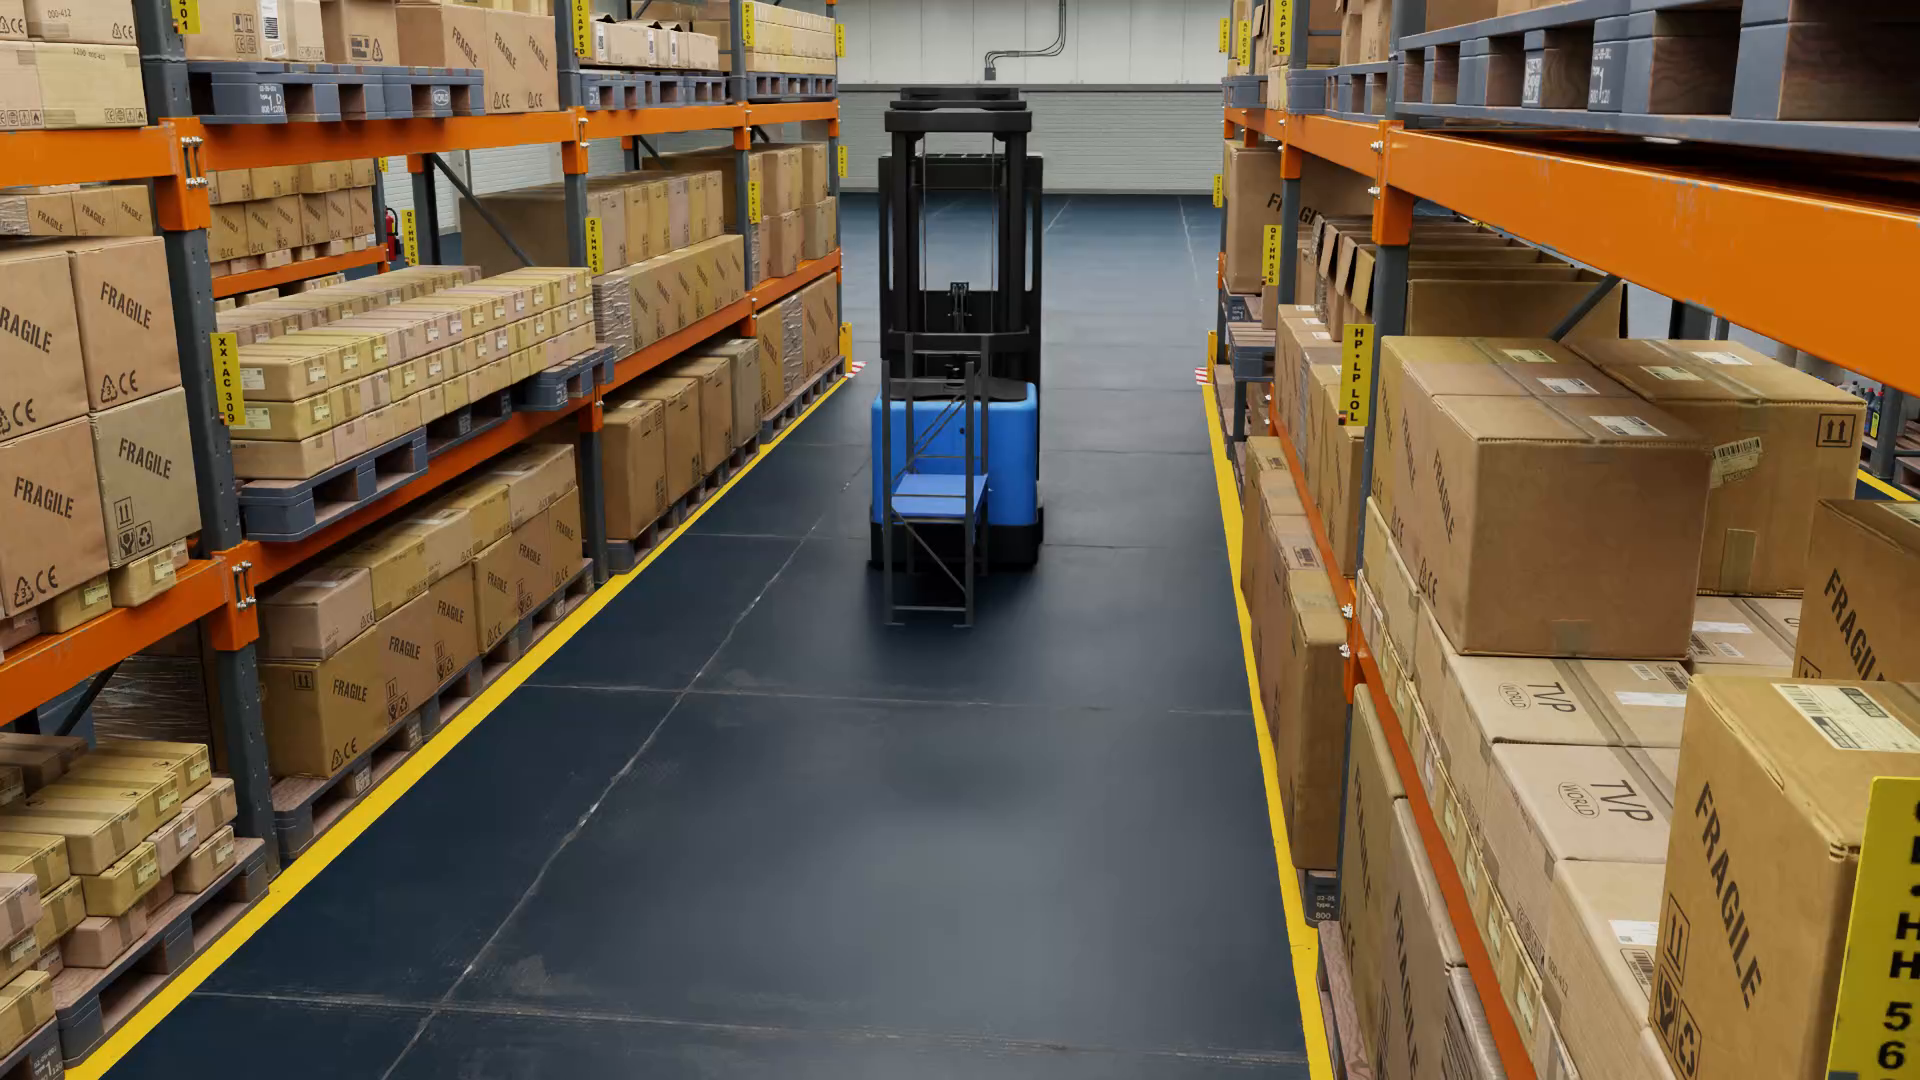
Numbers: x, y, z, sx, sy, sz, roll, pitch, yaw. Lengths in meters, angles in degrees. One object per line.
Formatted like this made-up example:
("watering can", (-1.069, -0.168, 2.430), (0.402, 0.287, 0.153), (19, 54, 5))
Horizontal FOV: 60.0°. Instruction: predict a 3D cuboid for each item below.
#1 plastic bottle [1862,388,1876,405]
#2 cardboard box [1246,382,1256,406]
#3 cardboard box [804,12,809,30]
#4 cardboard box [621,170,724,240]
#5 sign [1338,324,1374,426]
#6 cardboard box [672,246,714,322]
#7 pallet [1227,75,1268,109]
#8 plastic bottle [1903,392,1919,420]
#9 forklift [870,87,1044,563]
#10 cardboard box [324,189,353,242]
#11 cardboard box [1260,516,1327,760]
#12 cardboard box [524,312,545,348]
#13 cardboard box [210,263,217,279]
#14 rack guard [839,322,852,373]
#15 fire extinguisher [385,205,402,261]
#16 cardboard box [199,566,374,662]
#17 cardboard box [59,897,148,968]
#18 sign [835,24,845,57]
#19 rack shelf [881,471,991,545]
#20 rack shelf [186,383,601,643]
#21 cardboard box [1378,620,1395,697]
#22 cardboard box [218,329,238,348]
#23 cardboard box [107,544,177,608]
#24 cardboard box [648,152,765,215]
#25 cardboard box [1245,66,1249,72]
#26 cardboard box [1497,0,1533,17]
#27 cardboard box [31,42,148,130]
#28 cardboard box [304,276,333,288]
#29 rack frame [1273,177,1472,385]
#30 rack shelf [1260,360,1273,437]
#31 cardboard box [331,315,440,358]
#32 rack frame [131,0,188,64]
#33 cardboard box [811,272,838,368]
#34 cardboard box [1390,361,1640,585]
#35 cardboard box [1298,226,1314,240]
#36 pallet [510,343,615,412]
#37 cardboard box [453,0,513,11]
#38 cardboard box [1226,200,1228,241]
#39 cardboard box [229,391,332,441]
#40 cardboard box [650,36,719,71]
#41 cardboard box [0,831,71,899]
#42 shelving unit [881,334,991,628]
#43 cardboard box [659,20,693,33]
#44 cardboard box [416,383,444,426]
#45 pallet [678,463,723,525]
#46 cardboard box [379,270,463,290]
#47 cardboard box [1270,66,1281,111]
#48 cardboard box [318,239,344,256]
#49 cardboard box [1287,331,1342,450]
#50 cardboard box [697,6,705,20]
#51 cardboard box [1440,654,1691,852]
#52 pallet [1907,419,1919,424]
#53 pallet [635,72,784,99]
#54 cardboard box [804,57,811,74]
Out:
("plastic bottle", (7.433, -1.076, 13.627), (0.144, 0.351, 0.185), (1, 15, 3))
("cardboard box", (2.838, -1.474, 14.850), (0.500, 0.500, 0.500), (0, 15, 1))
("cardboard box", (-1.606, -4.808, 15.409), (0.380, 0.149, 0.250), (1, 15, 5))
("cardboard box", (-2.263, -2.637, 13.062), (0.700, 0.500, 0.500), (1, 15, 5))
("sign", (1.261, -0.522, 5.281), (0.100, 0.325, 0.005), (2, 15, 6))
("cardboard box", (-2.120, -1.878, 12.170), (0.500, 0.500, 0.500), (2, 15, 7))
("pallet", (2.414, -2.994, 11.102), (1.213, 0.211, 1.003), (2, 15, 6))
("plastic bottle", (8.048, -1.169, 14.114), (0.152, 0.276, 0.135), (2, 15, 6))
("forklift", (0.012, -1.602, 11.470), (1.130, 2.935, 3.031), (1, 15, 2))
("cardboard box", (-6.540, -3.306, 16.879), (0.500, 0.500, 0.500), (2, 15, 6))
("cardboard box", (1.953, 0.436, 7.067), (1.225, 0.875, 0.875), (1, 15, 4))
("cardboard box", (-2.352, -1.079, 8.513), (0.380, 0.149, 0.250), (2, 15, 6))
("cardboard box", (-6.812, -2.373, 14.673), (0.380, 0.149, 0.250), (2, 15, 8))
("rack guard", (-1.759, -2.072, 17.868), (1.175, 0.500, 0.348), (2, 15, 6))
("fire extinguisher", (-6.221, -3.371, 18.031), (0.296, 0.674, 0.183), (2, 15, 6))
("cardboard box", (-2.770, 0.298, 6.863), (0.500, 0.250, 0.500), (1, 15, 4))
("cardboard box", (-2.900, 1.260, 5.412), (0.380, 0.149, 0.250), (1, 15, 4))
("sign", (-1.224, -5.090, 16.950), (0.100, 0.325, 0.005), (2, 15, 6))
("rack shelf", (-0.127, -0.198, 9.708), (0.538, 0.185, 1.000), (1, 15, 5))
("rack shelf", (-2.890, -0.332, 8.021), (1.077, 0.370, 4.000), (2, 15, 6))
("cardboard box", (1.378, 0.337, 4.652), (0.380, 0.149, 0.250), (2, 15, 8))
("cardboard box", (-3.204, -0.776, 6.821), (0.380, 0.149, 0.250), (1, 15, 4))
("cardboard box", (-2.836, 0.112, 5.483), (0.380, 0.149, 0.250), (1, 15, 5))
("cardboard box", (-2.191, -3.070, 14.412), (0.875, 0.550, 0.550), (2, 15, 6))
("cardboard box", (2.517, -3.858, 13.461), (0.380, 0.149, 0.250), (1, 15, 3))
("cardboard box", (1.772, -1.531, 4.142), (0.700, 0.500, 0.500), (1, 15, 3))
("cardboard box", (-2.903, -1.401, 5.137), (0.500, 0.250, 0.500), (2, 15, 8))
("cardboard box", (-6.529, -2.565, 16.686), (0.380, 0.149, 0.250), (2, 15, 7))
("rack frame", (2.252, -1.026, 9.208), (1.000, 3.000, 0.127), (2, 15, 6))
("rack shelf", (2.478, -1.197, 11.221), (1.077, 0.370, 4.000), (2, 15, 6))
("cardboard box", (-2.499, -0.888, 7.235), (0.380, 0.149, 0.250), (2, 15, 6))
("rack frame", (-3.116, -3.056, 5.226), (1.000, 3.000, 0.127), (2, 15, 6))
("cardboard box", (-1.773, -2.272, 17.084), (0.875, 0.875, 0.875), (2, 15, 7))
("cardboard box", (1.430, -0.177, 4.352), (0.500, 0.500, 0.500), (2, 15, 6))
("cardboard box", (2.600, -1.863, 11.304), (0.797, 0.503, 0.637), (3, 15, 12))
("pallet", (-2.639, -0.917, 9.176), (1.213, 0.211, 1.003), (2, 15, 6))
("cardboard box", (-2.495, -2.818, 8.431), (0.396, 0.266, 0.258), (2, 15, 6))
("cardboard box", (3.066, -3.151, 16.305), (0.875, 0.500, 0.500), (2, 15, 6))
("cardboard box", (-2.614, -0.474, 6.276), (0.380, 0.149, 0.250), (2, 15, 7))
("cardboard box", (-2.134, -3.674, 12.547), (0.500, 0.250, 0.500), (2, 15, 7))
("cardboard box", (-3.015, 1.023, 5.150), (0.380, 0.149, 0.250), (2, 15, 8))
("shelving unit", (-0.127, -0.371, 9.662), (0.538, 1.500, 1.048), (1, 15, 5))
("cardboard box", (-2.413, -4.141, 13.704), (0.500, 0.250, 0.500), (2, 15, 6))
("cardboard box", (-2.499, -0.598, 7.305), (0.380, 0.149, 0.250), (1, 15, 4))
("pallet", (-2.360, -0.370, 12.125), (1.003, 0.211, 1.213), (2, 15, 6))
("cardboard box", (-2.937, -1.383, 9.066), (0.380, 0.149, 0.250), (1, 15, 5))
("cardboard box", (2.105, -2.661, 9.797), (0.500, 0.250, 0.500), (2, 15, 6))
("cardboard box", (-6.489, -2.965, 16.863), (0.380, 0.149, 0.250), (2, 15, 7))
("cardboard box", (1.817, -0.689, 7.772), (0.500, 0.500, 0.500), (1, 15, 5))
("cardboard box", (-2.403, -4.498, 14.260), (0.380, 0.149, 0.250), (2, 15, 7))
("cardboard box", (1.310, 0.446, 3.484), (0.500, 0.250, 0.500), (2, 15, 6))
("pallet", (7.877, -1.061, 14.683), (1.003, 0.211, 1.213), (2, 15, 6))
("pallet", (-2.110, -3.852, 14.086), (1.003, 0.211, 1.213), (2, 15, 6))
("cardboard box", (-1.606, -4.425, 15.518), (0.380, 0.149, 0.250), (2, 15, 7))
